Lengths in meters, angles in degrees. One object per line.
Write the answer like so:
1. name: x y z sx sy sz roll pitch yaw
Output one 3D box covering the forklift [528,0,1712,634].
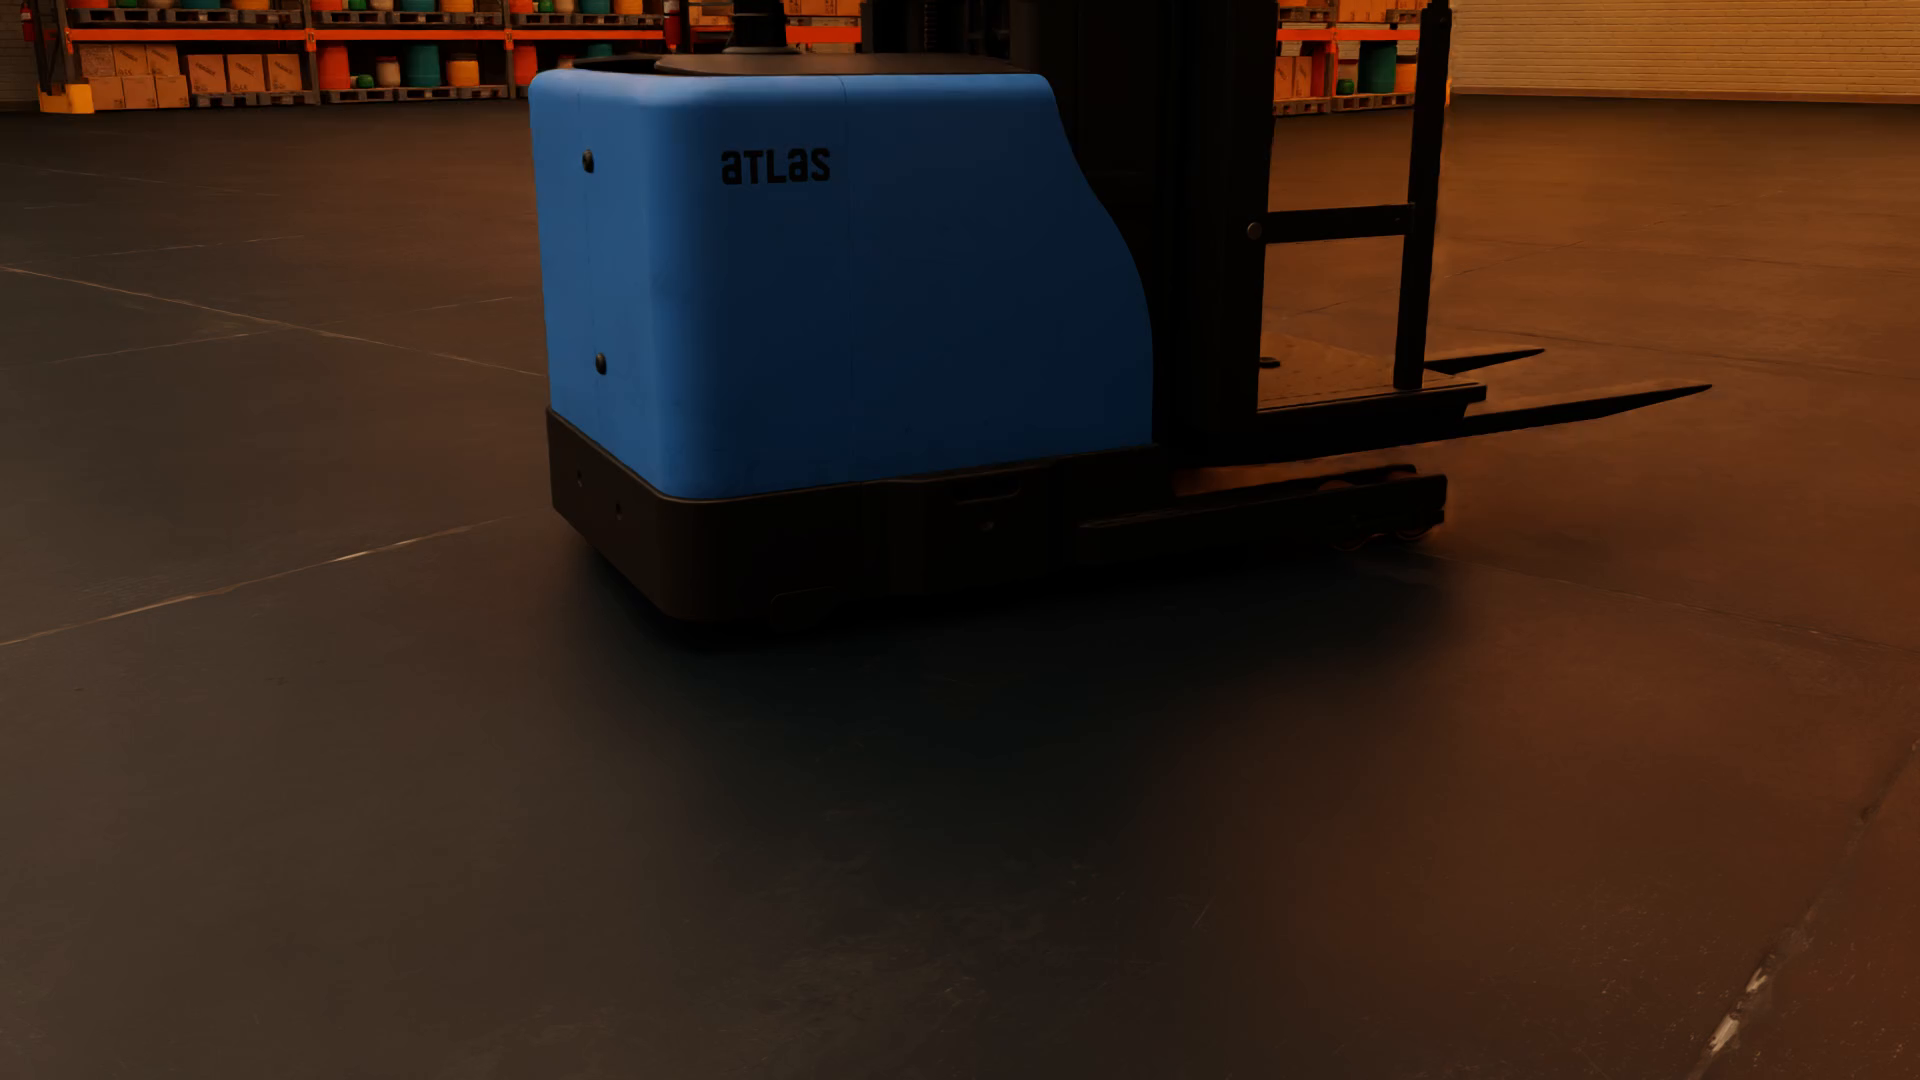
1. forklift: 0.576 -1.501 3.841 3.031 2.935 1.130 -9 19 -26
